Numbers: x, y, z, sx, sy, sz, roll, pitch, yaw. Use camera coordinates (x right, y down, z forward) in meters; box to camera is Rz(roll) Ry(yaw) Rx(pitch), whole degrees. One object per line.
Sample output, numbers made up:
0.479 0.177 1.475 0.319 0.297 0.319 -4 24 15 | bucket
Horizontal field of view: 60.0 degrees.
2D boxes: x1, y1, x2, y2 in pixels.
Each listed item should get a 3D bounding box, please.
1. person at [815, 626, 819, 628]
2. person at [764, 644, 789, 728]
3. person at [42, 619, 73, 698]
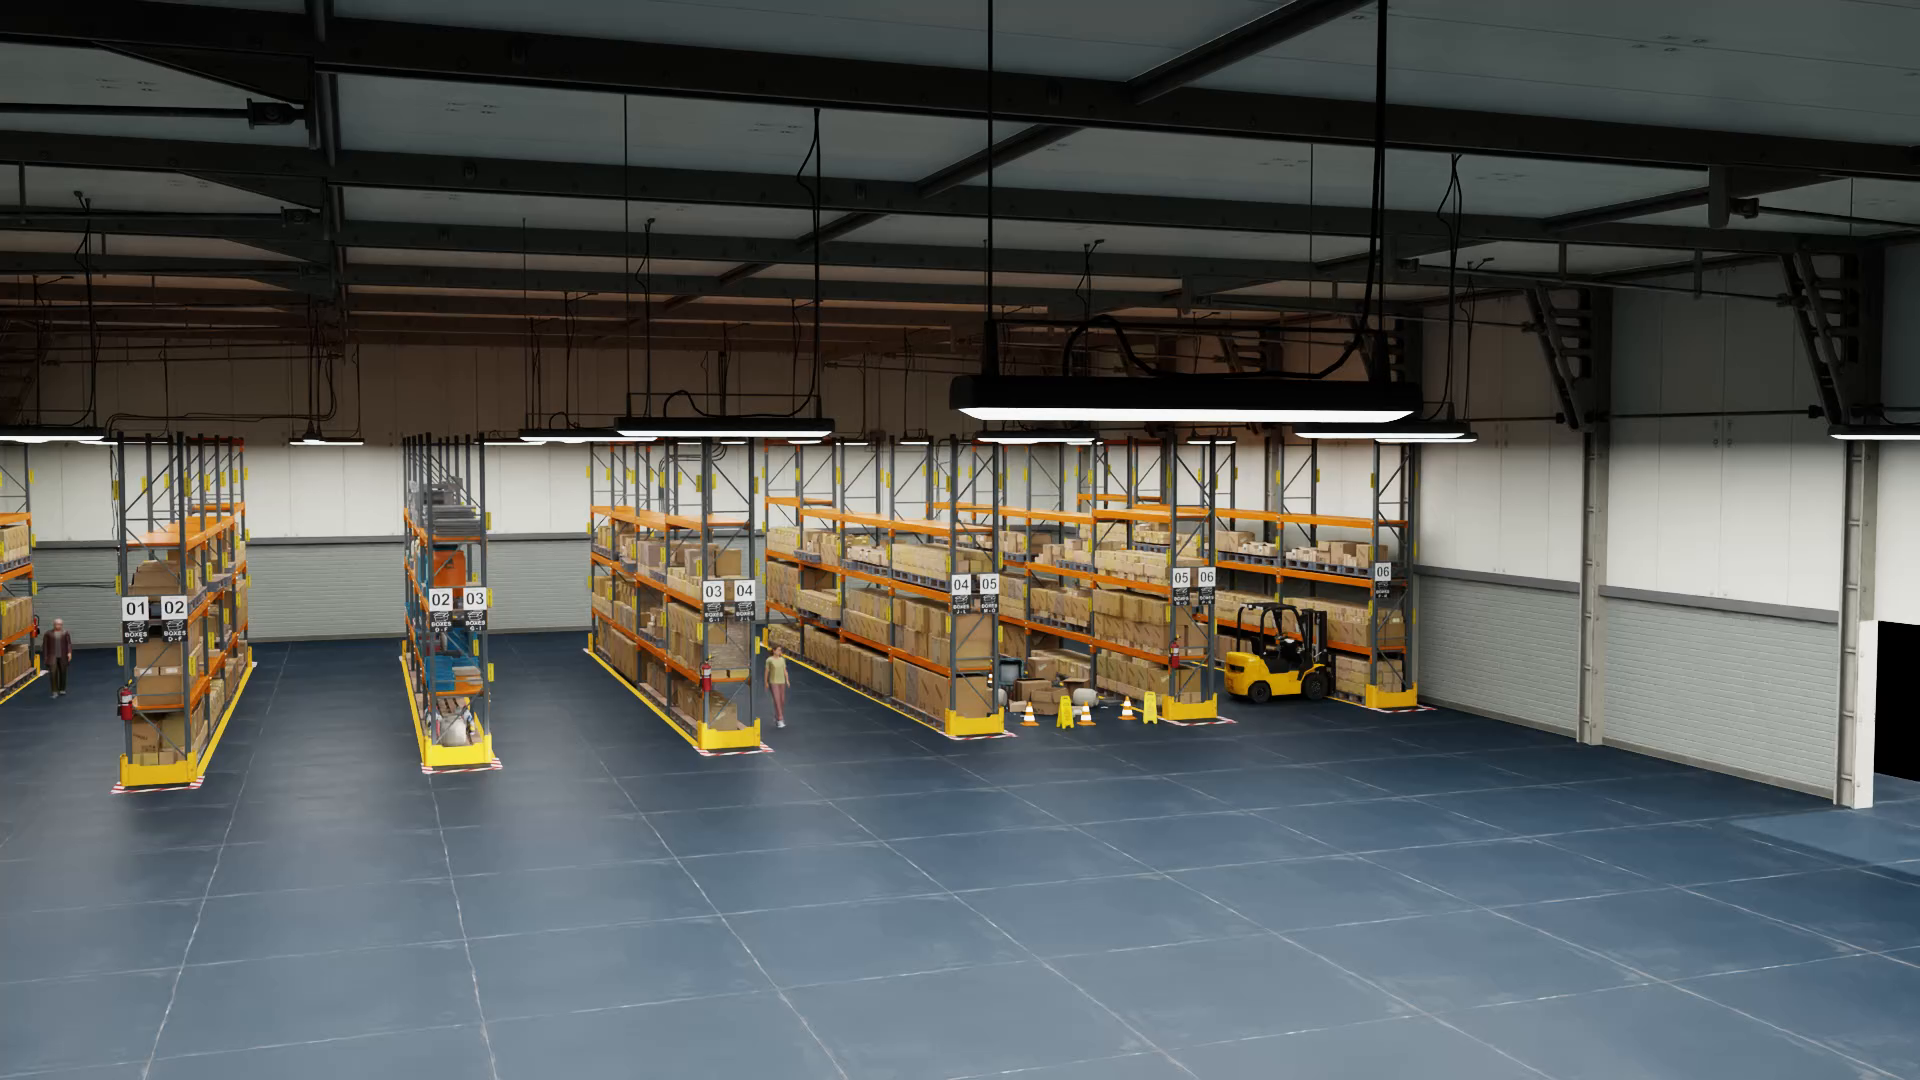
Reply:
-4.161 2.115 49.814 1.040 1.703 0.550 -2 4 -27 | person
-3.714 3.000 34.369 0.472 1.670 0.743 -2 4 -36 | person
-20.795 2.732 38.381 0.595 1.794 0.769 -3 4 -40 | person
